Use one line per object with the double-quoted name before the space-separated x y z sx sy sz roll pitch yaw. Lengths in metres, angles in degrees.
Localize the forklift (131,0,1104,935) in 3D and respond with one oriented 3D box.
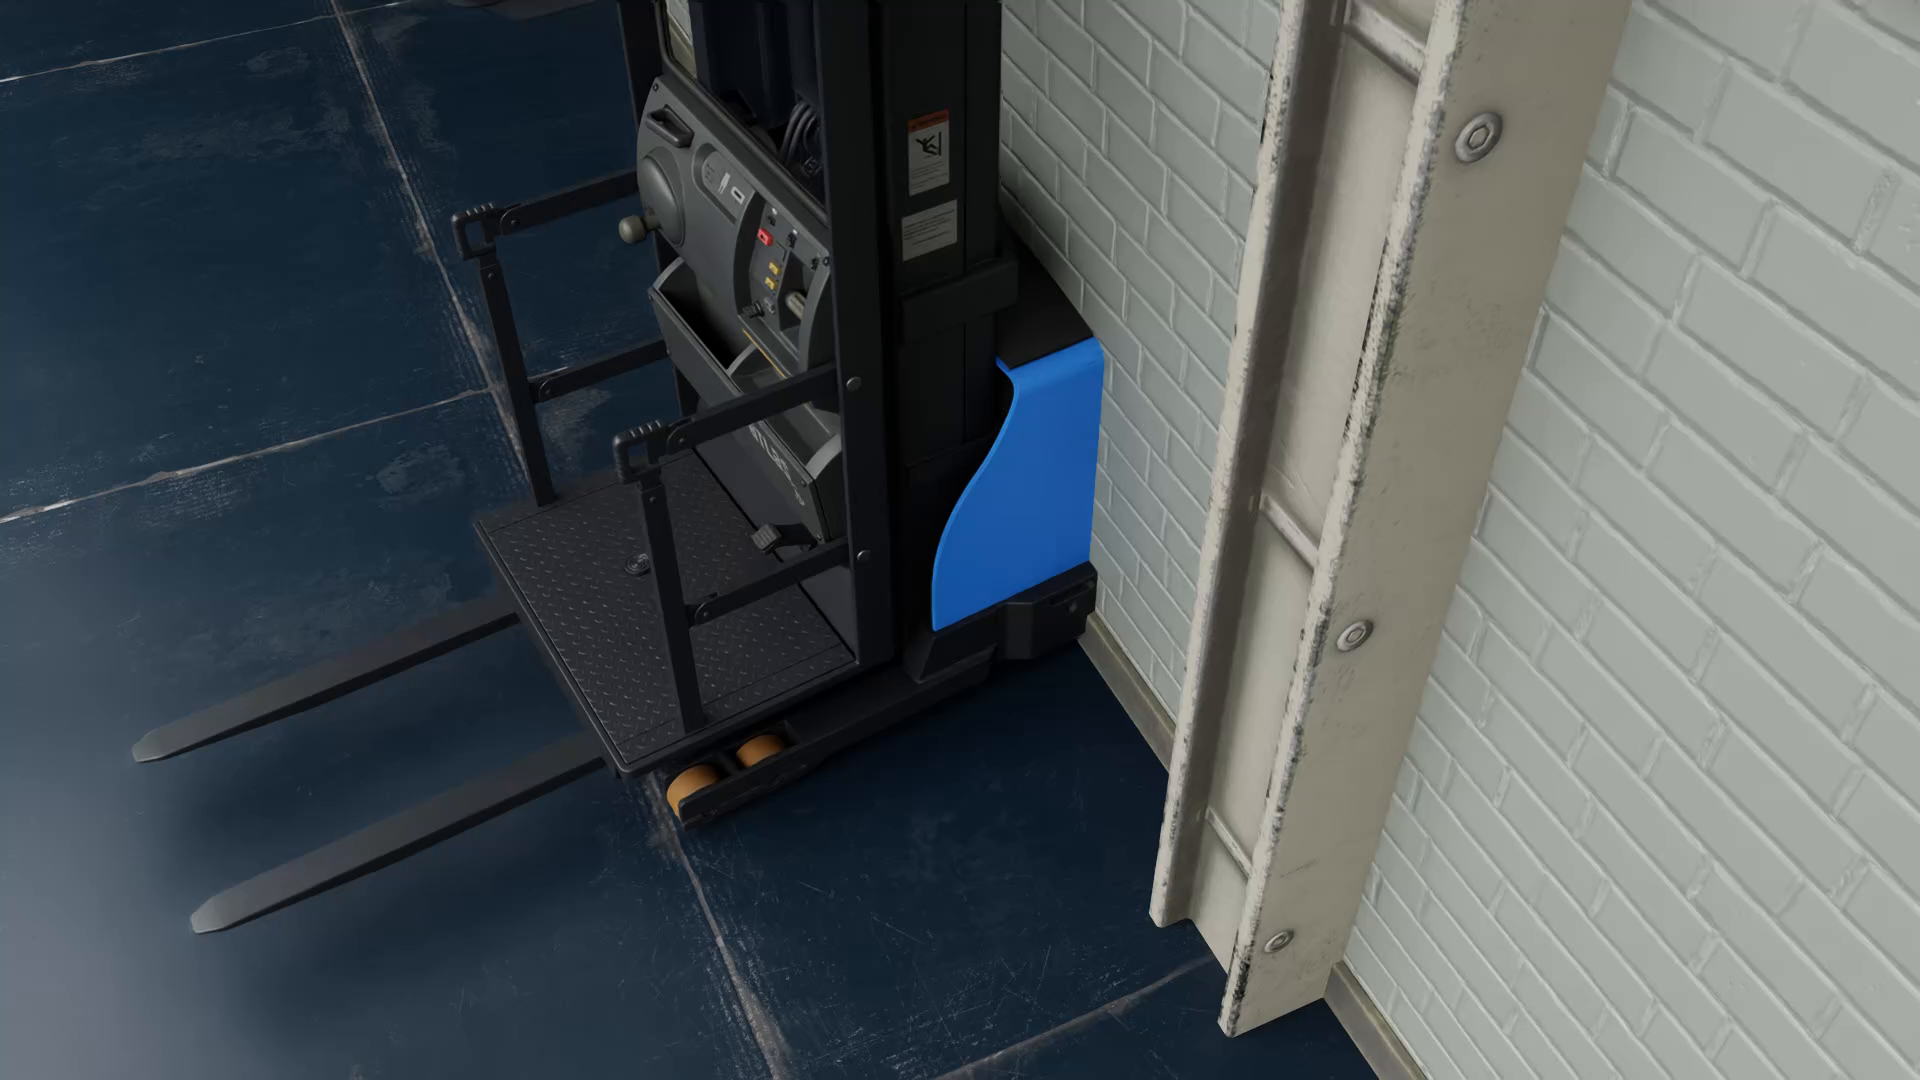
"forklift" -0.724 -0.705 3.878 3.031 2.935 1.130 -24 49 -22
